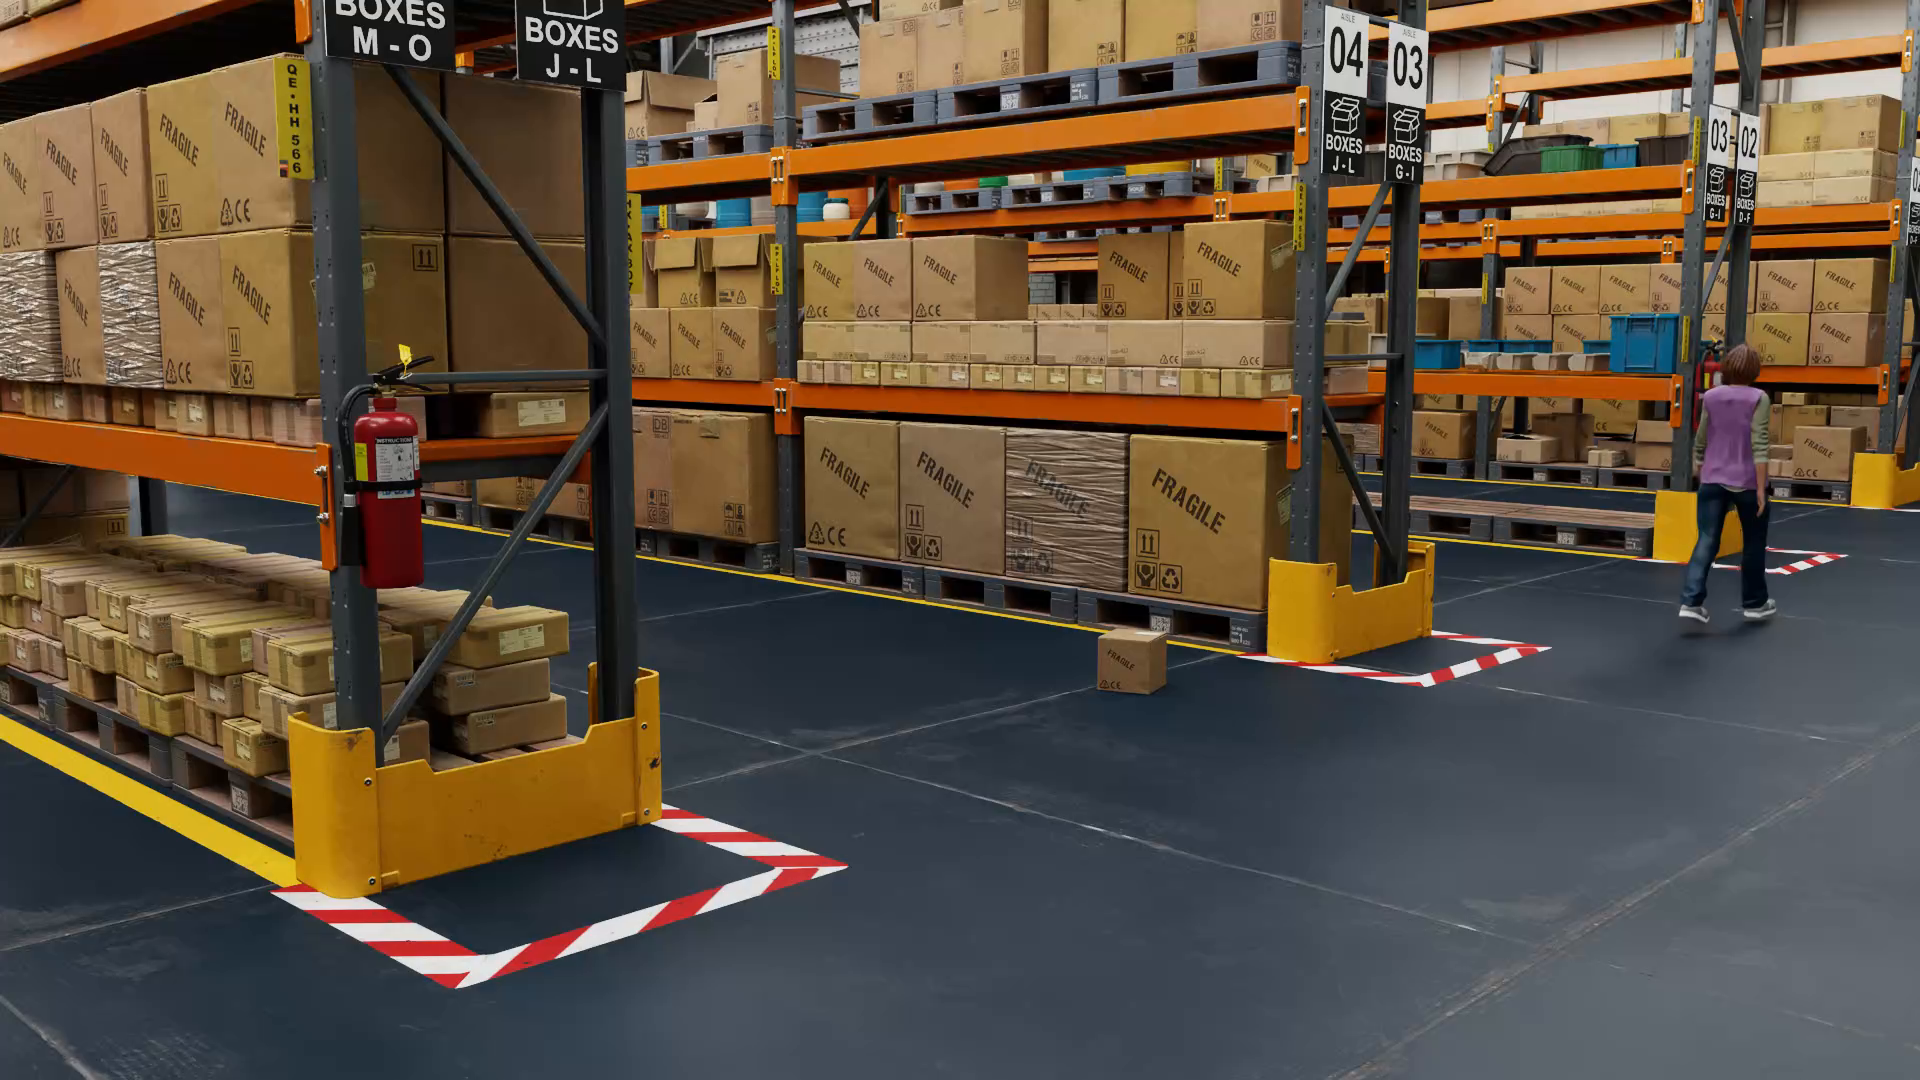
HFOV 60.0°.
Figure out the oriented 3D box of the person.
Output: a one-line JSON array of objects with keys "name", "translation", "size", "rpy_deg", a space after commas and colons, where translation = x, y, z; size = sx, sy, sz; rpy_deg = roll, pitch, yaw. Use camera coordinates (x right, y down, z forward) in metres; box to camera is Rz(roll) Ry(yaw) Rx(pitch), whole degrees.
[{"name": "person", "translation": [4.281, -0.312, 9.212], "size": [0.446, 1.541, 0.955], "rpy_deg": [7, 10, 42]}]
